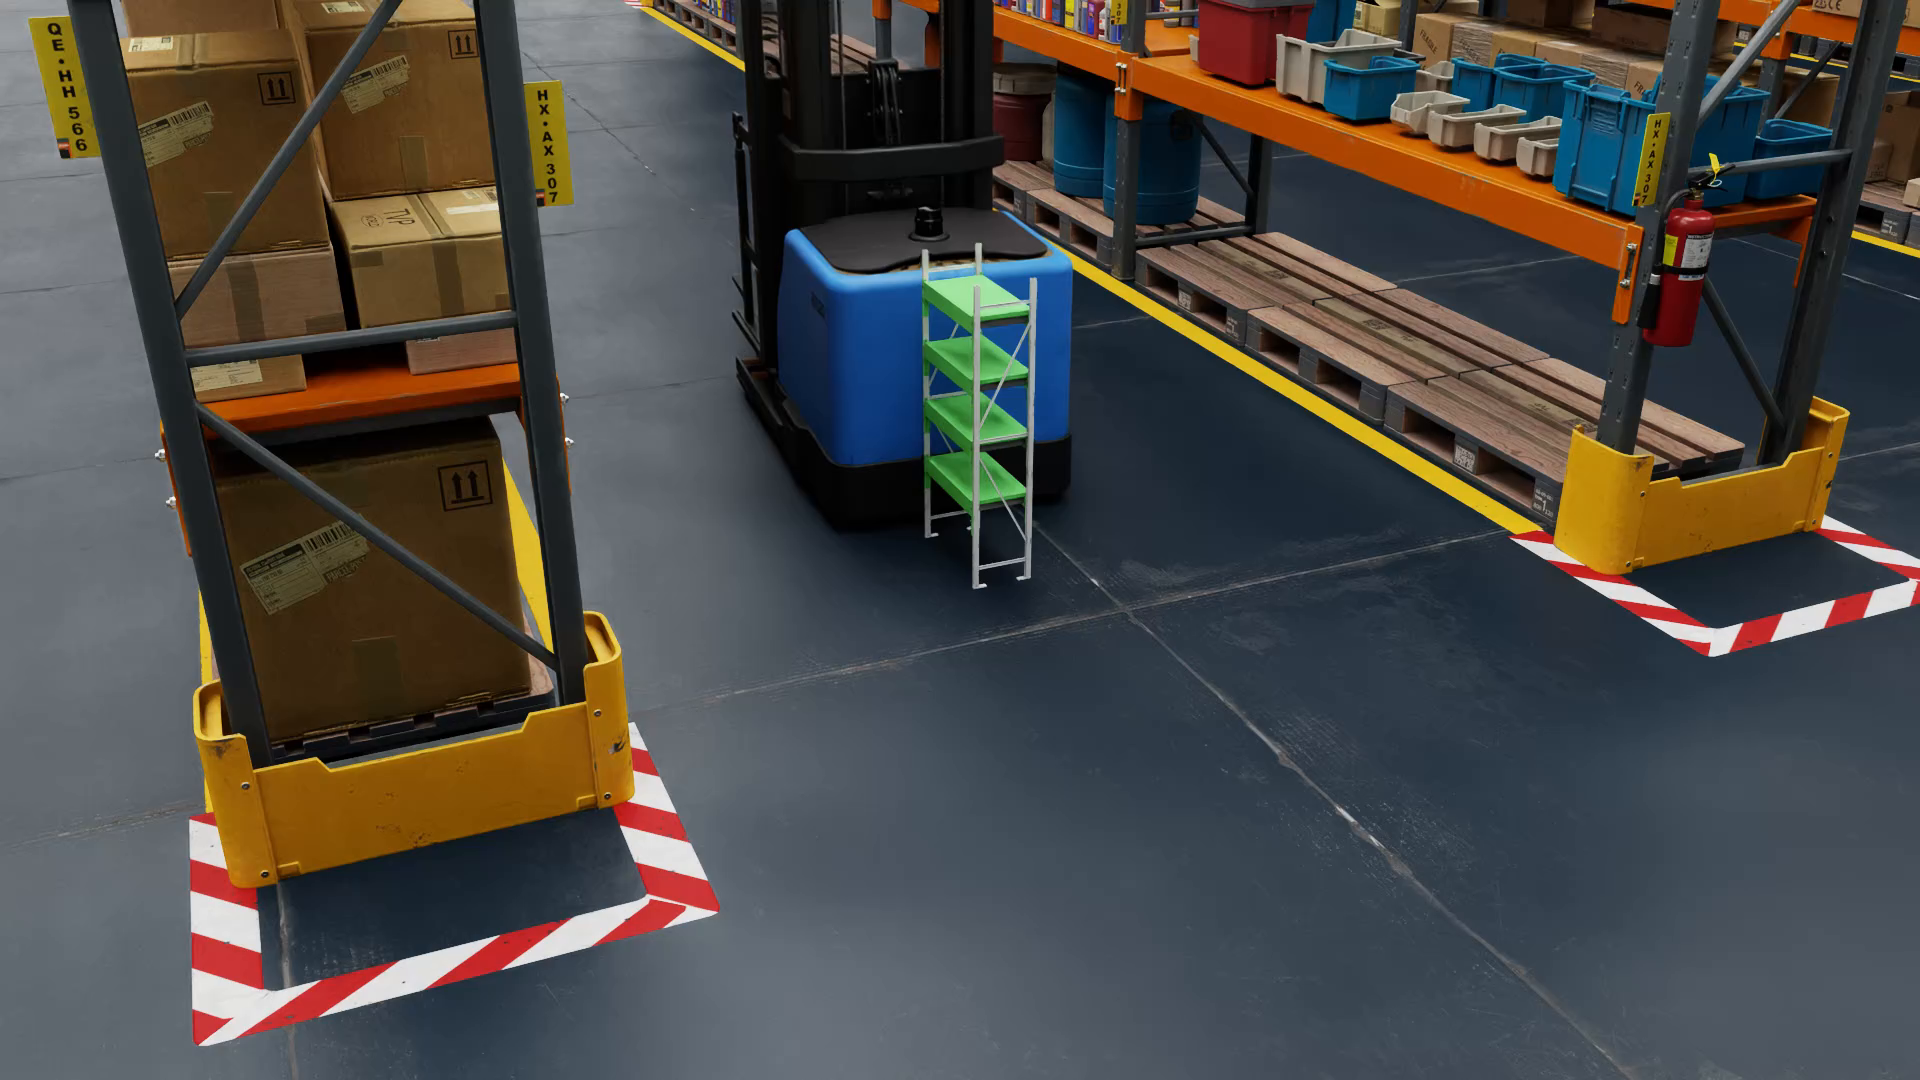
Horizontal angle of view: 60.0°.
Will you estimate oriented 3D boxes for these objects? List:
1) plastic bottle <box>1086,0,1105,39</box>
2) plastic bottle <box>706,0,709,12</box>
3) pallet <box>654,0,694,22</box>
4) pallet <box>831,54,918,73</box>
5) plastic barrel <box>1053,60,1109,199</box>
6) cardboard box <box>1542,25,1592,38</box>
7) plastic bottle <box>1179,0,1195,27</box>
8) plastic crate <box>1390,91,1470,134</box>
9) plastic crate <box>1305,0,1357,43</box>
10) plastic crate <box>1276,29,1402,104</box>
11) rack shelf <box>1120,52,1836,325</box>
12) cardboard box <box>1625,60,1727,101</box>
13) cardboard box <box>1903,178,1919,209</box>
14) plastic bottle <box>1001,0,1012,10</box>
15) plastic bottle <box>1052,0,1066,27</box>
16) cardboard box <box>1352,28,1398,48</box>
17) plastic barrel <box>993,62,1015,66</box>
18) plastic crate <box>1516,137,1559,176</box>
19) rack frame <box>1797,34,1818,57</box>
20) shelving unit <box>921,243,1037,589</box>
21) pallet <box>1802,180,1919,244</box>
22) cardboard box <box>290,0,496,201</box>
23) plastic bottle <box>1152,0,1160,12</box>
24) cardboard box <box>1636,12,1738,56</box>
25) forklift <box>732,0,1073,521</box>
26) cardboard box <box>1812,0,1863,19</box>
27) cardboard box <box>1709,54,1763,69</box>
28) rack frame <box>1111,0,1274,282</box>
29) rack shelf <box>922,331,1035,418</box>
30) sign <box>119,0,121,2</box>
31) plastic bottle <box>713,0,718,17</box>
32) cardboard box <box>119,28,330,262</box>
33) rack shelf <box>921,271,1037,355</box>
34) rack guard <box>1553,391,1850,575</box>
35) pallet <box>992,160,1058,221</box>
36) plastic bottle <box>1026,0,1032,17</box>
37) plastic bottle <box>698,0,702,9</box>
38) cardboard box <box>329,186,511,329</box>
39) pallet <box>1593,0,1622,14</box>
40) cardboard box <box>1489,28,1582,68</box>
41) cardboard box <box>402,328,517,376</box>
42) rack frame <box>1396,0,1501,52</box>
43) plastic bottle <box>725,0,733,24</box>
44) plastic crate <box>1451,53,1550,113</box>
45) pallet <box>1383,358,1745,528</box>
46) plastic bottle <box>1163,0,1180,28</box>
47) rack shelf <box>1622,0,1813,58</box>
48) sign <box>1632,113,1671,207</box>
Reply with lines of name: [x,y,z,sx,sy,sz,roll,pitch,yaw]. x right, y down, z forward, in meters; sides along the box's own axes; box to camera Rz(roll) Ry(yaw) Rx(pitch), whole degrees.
plastic bottle: [0.806,-3.130,9.874,0.061,0.283,0.133,-11,28,-21]
plastic bottle: [-2.673,-5.773,17.844,0.097,0.201,0.097,0,26,0]
pallet: [-2.922,-6.233,19.275,1.003,0.211,1.213,-11,28,-21]
pallet: [-0.917,-4.166,15.042,1.003,0.211,1.213,-11,28,-21]
plastic barrel: [0.916,-2.747,10.871,0.600,0.901,0.708,-11,28,-21]
cardboard box: [5.168,-3.986,13.842,0.500,0.500,0.500,-12,28,-22]
plastic bottle: [1.417,-3.337,10.308,0.152,0.276,0.135,-11,28,-21]
plastic crate: [2.107,-1.929,7.514,0.298,0.136,0.250,-11,28,-21]
plastic crate: [1.888,-2.883,9.186,0.392,0.384,0.575,-11,28,-21]
plastic crate: [1.819,-2.319,8.147,0.437,0.282,0.530,-11,28,-21]
rack shelf: [2.174,-1.862,7.966,1.077,0.370,4.000,-11,28,-21]
cardboard box: [5.307,-3.268,12.372,0.500,0.500,0.500,-10,28,-20]
cardboard box: [6.263,-2.213,10.592,0.380,0.166,0.250,-11,28,-21]
plastic bottle: [0.322,-3.629,10.896,0.061,0.283,0.133,-11,28,-21]
plastic bottle: [0.657,-3.360,10.270,0.144,0.351,0.185,-11,28,-21]
cardboard box: [3.953,-4.581,15.369,0.500,0.250,0.500,-10,28,-19]
plastic barrel: [0.335,-3.271,12.388,0.421,0.512,0.421,0,26,0]
plastic crate: [2.471,-1.585,6.809,0.396,0.136,0.243,-11,28,-21]
rack frame: [8.940,-6.310,16.255,1.000,3.000,0.127,-11,28,-21]
shelving unit: [0.065,-0.472,6.350,0.258,1.200,0.503,-11,28,-21]
pallet: [6.218,-2.312,11.245,1.003,0.211,1.213,-11,28,-21]
cardboard box: [-1.735,-1.373,5.119,0.500,0.500,0.500,-11,28,-22]
plastic bottle: [1.292,-3.521,10.675,0.061,0.283,0.133,-11,28,-21]
cardboard box: [5.593,-3.895,12.801,0.500,0.250,0.500,-11,28,-20]
forklift: [-0.475,-2.021,7.549,1.130,2.935,3.031,-8,27,-16]
cardboard box: [5.899,-3.635,10.662,0.500,0.500,0.500,-10,28,-19]
cardboard box: [5.766,-3.368,12.576,0.500,0.500,0.500,-10,28,-20]
rack frame: [1.391,-2.993,9.461,1.000,3.000,0.127,-11,28,-21]
rack shelf: [0.065,-0.631,6.273,0.258,0.148,0.480,-11,28,-21]
sign: [-3.662,-2.530,7.283,0.100,0.325,0.005,-11,28,-21]
plastic bottle: [-2.521,-5.681,17.570,0.152,0.276,0.135,-10,28,-20]
cardboard box: [-2.033,-1.082,4.524,0.500,0.500,0.500,-10,28,-20]
rack shelf: [0.065,-0.846,6.167,0.258,0.148,0.480,-11,28,-21]
rack guard: [2.979,-0.248,6.687,1.175,0.500,0.348,-11,28,-21]
pallet: [0.645,-2.552,11.736,1.003,0.211,1.213,-11,28,-21]
plastic bottle: [0.475,-3.455,10.634,0.097,0.201,0.097,0,26,0]
plastic bottle: [-2.813,-5.935,18.080,0.061,0.283,0.133,-10,28,-20]
cardboard box: [-1.540,-0.834,4.871,0.500,0.250,0.500,-11,28,-22]
pallet: [7.680,-6.358,19.531,1.003,0.211,1.213,-11,28,-21]
cardboard box: [4.701,-3.885,13.636,0.500,0.500,0.500,-11,28,-21]
cardboard box: [-1.435,-0.614,4.876,0.380,0.149,0.250,-10,28,-20]
rack frame: [4.384,-5.457,14.509,1.000,3.000,0.127,-11,28,-21]
plastic bottle: [-2.335,-5.518,17.150,0.144,0.351,0.185,-12,29,-23]
plastic crate: [2.530,-2.139,7.834,0.416,0.233,0.300,-11,28,-21]
pallet: [2.670,-0.465,7.461,1.003,0.211,1.213,-11,28,-21]
plastic bottle: [1.309,-3.275,10.265,0.097,0.201,0.097,0,26,0]
rack shelf: [5.167,-4.327,13.013,1.077,0.370,4.000,-11,28,-21]
sign: [2.457,-1.351,5.911,0.100,0.325,0.005,-11,28,-21]
